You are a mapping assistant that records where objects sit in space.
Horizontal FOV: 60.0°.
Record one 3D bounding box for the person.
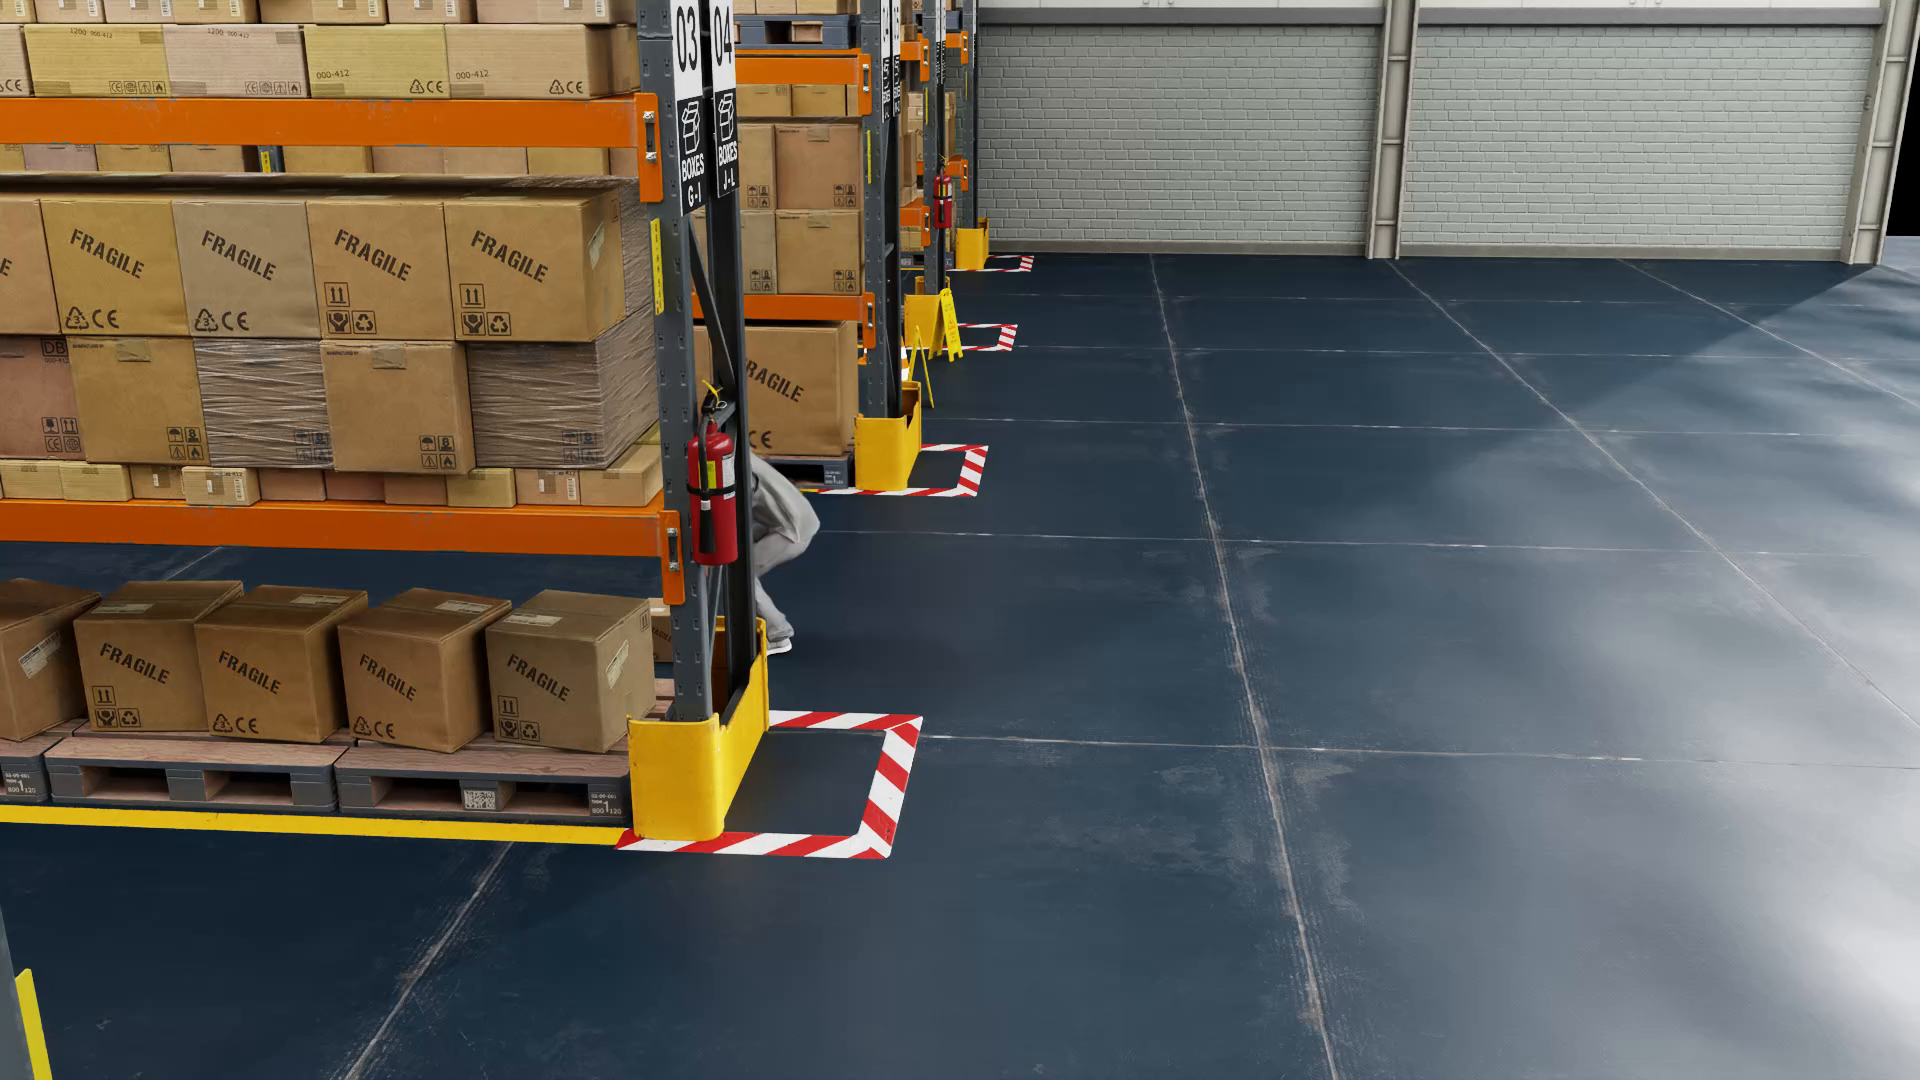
[{"bbox_3d":[-1.047,0.003,8.264,0.713,1.171,0.461,-4,18,-11],"label":"person"}]
